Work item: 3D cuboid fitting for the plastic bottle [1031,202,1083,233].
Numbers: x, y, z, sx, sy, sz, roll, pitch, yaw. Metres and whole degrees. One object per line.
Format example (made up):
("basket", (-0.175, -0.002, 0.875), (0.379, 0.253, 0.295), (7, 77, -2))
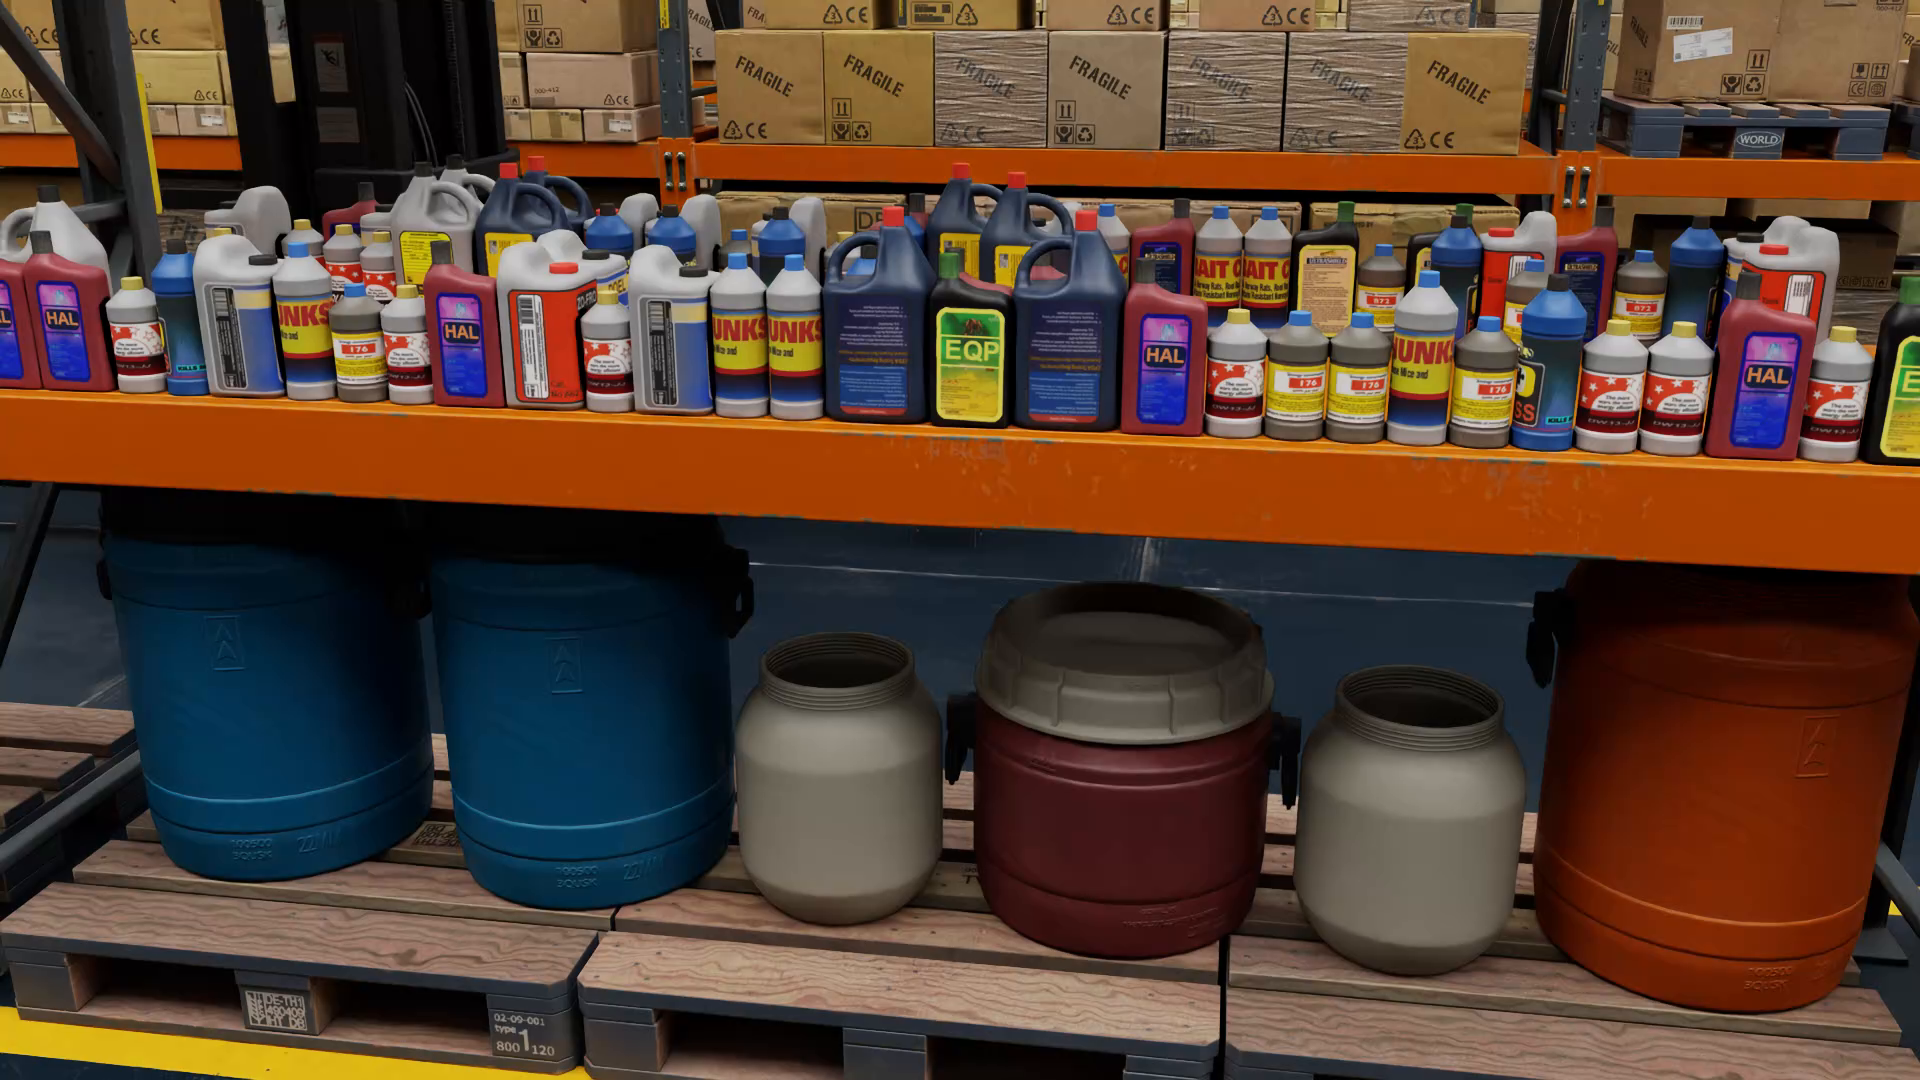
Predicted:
("plastic bottle", (0.182, -0.558, 3.438), (0.135, 0.276, 0.152), (3, 19, 9))

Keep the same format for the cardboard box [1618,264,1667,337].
("cardboard box", (3.378, -0.971, 7.724), (0.500, 0.500, 0.700), (2, 19, 6))

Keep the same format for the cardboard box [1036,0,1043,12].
("cardboard box", (0.495, -3.898, 12.021), (0.250, 0.149, 0.380), (3, 19, 9))

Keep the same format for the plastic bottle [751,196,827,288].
("plastic bottle", (-0.361, -0.585, 3.520), (0.135, 0.276, 0.152), (3, 19, 9))

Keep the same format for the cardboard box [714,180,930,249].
("cardboard box", (-0.601, -1.342, 8.274), (0.875, 0.875, 1.225), (3, 19, 9))

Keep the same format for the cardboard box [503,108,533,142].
("cardboard box", (-2.097, -1.996, 7.937), (0.250, 0.149, 0.380), (3, 19, 8))

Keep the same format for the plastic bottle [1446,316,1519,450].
("plastic bottle", (0.833, -0.254, 2.648), (0.097, 0.201, 0.097), (0, 18, 0))

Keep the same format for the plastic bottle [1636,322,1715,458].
("plastic bottle", (1.121, -0.239, 2.604), (0.097, 0.201, 0.097), (0, 18, 0))

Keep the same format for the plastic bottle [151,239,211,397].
("plastic bottle", (-1.383, -0.400, 2.974), (0.097, 0.271, 0.097), (0, 18, 0))

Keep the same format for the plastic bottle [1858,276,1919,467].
("plastic bottle", (1.460, -0.255, 2.521), (0.133, 0.283, 0.061), (3, 19, 9))

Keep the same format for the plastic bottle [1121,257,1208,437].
("plastic bottle", (0.332, -0.312, 2.693), (0.133, 0.283, 0.061), (3, 19, 9))

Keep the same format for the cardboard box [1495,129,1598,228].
("cardboard box", (4.187, -2.597, 12.223), (0.750, 0.750, 1.050), (3, 19, 8))

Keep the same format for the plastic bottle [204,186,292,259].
("plastic bottle", (-1.582, -0.647, 3.706), (0.135, 0.276, 0.152), (3, 19, 9))

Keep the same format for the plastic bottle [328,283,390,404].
("plastic bottle", (-1.058, -0.350, 2.936), (0.097, 0.201, 0.097), (0, 18, 0))

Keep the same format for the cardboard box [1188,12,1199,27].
("cardboard box", (1.766, -3.692, 11.874), (0.250, 0.149, 0.380), (3, 19, 10))

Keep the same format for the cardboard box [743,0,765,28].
("cardboard box", (-1.385, -3.876, 12.534), (0.500, 0.500, 0.500), (2, 19, 7))

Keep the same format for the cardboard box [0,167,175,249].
("cardboard box", (-4.541, -1.562, 8.932), (0.875, 0.875, 0.875), (3, 19, 9))

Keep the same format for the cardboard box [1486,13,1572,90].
("cardboard box", (4.000, -3.464, 11.772), (0.500, 0.500, 0.500), (3, 19, 9))

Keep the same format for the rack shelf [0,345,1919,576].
("rack shelf", (-0.047, -0.183, 3.257), (4.000, 0.370, 1.077), (3, 19, 9))

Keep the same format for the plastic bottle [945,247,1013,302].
("plastic bottle", (0.027, -0.348, 2.798), (0.133, 0.283, 0.061), (3, 19, 9))

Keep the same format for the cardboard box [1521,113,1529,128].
("cardboard box", (6.993, -5.608, 21.418), (0.625, 0.625, 0.875), (2, 19, 6))

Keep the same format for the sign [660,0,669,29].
("sign", (-1.323, -2.451, 7.411), (0.005, 0.325, 0.100), (3, 19, 9))

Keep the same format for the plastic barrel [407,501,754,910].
("plastic barrel", (-0.788, 0.239, 3.505), (0.708, 0.901, 0.600), (3, 19, 9))

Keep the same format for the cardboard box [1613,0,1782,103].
("cardboard box", (3.253, -2.207, 7.353), (0.500, 0.500, 0.500), (1, 19, 2))

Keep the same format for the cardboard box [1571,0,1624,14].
("cardboard box", (4.541, -3.995, 11.782), (0.500, 0.500, 0.700), (3, 19, 8))

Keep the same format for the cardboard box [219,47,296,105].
("cardboard box", (-3.229, -2.264, 8.110), (0.500, 0.250, 0.500), (3, 19, 8))

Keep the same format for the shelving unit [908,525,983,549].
("shelving unit", (-0.053, -0.501, 6.145), (0.252, 1.050, 0.215), (3, 19, 9))

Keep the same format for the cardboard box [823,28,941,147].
("cardboard box", (-0.325, -2.097, 7.687), (0.500, 0.500, 0.500), (3, 19, 9))

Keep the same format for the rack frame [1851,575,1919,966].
("rack frame", (1.927, -0.424, 2.842), (0.127, 3.000, 1.000), (3, 19, 9))

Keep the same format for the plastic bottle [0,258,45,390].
("plastic bottle", (-1.728, -0.417, 3.007), (0.133, 0.283, 0.061), (3, 19, 9))

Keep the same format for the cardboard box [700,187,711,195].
("cardboard box", (-1.996, -2.717, 13.060), (0.250, 0.149, 0.380), (2, 19, 6))

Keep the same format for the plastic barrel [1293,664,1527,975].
("plastic barrel", (0.870, 0.537, 3.229), (0.421, 0.512, 0.421), (0, 18, 0))

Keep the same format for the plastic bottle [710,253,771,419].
("plastic bottle", (-0.372, -0.348, 2.820), (0.097, 0.271, 0.097), (0, 18, 0))

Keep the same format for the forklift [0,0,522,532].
("forklift", (-2.500, -1.471, 6.081), (3.031, 2.935, 1.130), (3, 19, 10))

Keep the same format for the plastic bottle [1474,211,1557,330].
("plastic bottle", (1.095, -0.511, 3.299), (0.135, 0.276, 0.152), (3, 19, 9))

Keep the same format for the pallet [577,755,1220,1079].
("pallet", (-0.059, 0.810, 3.549), (1.213, 0.211, 1.003), (3, 19, 9))

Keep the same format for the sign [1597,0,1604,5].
("sign", (2.628, -2.350, 6.775), (0.005, 0.325, 0.100), (3, 19, 9))

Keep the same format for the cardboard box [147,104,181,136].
("cardboard box", (-3.873, -2.086, 8.207), (0.250, 0.149, 0.380), (3, 19, 8))

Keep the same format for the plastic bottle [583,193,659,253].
("plastic bottle", (-0.723, -0.604, 3.575), (0.135, 0.276, 0.152), (3, 19, 9))

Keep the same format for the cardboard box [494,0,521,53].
("cardboard box", (-2.227, -2.568, 7.836), (0.500, 0.500, 0.500), (3, 19, 9))

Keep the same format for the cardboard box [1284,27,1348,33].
("cardboard box", (1.767, -2.158, 7.867), (0.500, 0.500, 0.500), (2, 19, 7))

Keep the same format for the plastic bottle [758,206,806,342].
("plastic bottle", (-0.362, -0.543, 3.402), (0.097, 0.271, 0.097), (0, 18, 0))
